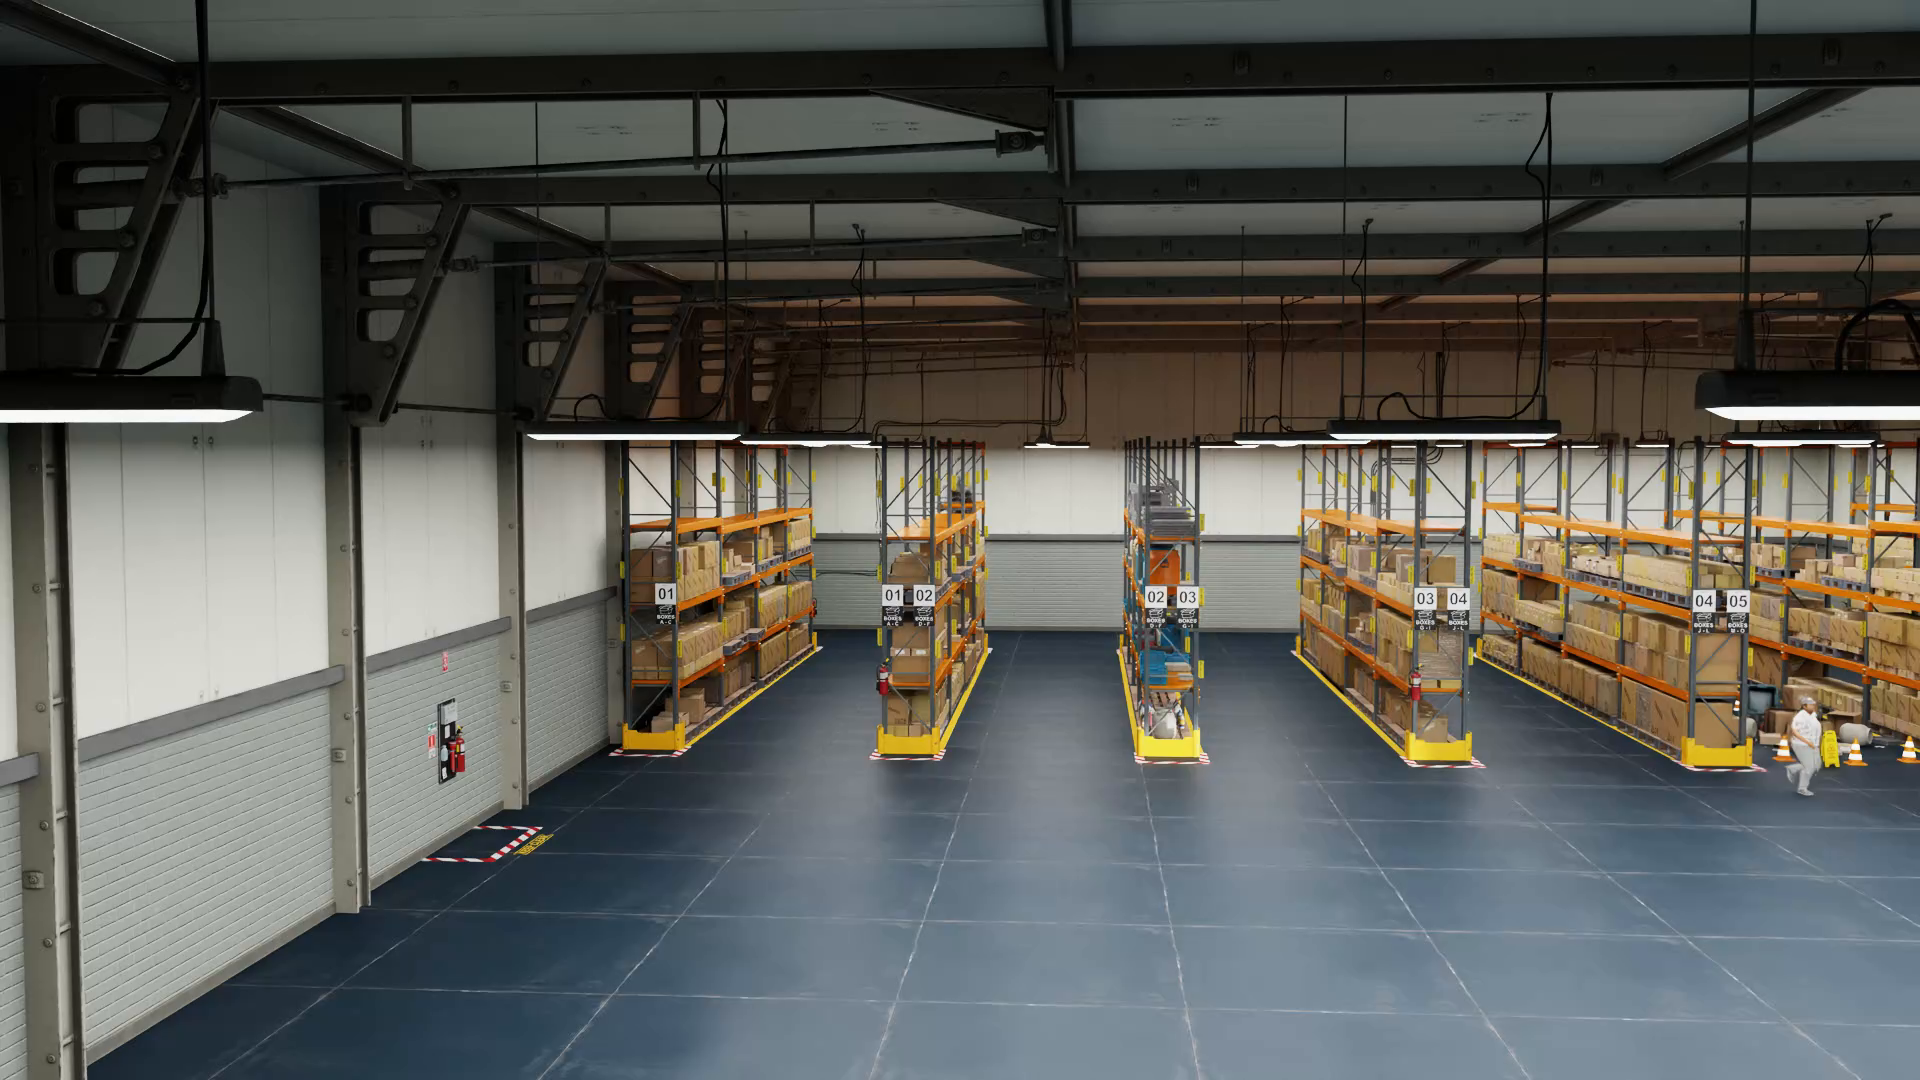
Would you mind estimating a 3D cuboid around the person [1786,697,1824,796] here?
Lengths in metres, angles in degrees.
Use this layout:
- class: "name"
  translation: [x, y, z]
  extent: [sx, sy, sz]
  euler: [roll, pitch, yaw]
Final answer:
- class: "person"
  translation: [14.091, 3.428, 27.790]
  extent: [0.619, 1.638, 0.618]
  euler: [-2, 4, -31]

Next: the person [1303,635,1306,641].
- class: "person"
  translation: [10.296, 2.297, 48.143]
  extent: [0.799, 1.738, 0.687]
  euler: [1, 3, 24]
